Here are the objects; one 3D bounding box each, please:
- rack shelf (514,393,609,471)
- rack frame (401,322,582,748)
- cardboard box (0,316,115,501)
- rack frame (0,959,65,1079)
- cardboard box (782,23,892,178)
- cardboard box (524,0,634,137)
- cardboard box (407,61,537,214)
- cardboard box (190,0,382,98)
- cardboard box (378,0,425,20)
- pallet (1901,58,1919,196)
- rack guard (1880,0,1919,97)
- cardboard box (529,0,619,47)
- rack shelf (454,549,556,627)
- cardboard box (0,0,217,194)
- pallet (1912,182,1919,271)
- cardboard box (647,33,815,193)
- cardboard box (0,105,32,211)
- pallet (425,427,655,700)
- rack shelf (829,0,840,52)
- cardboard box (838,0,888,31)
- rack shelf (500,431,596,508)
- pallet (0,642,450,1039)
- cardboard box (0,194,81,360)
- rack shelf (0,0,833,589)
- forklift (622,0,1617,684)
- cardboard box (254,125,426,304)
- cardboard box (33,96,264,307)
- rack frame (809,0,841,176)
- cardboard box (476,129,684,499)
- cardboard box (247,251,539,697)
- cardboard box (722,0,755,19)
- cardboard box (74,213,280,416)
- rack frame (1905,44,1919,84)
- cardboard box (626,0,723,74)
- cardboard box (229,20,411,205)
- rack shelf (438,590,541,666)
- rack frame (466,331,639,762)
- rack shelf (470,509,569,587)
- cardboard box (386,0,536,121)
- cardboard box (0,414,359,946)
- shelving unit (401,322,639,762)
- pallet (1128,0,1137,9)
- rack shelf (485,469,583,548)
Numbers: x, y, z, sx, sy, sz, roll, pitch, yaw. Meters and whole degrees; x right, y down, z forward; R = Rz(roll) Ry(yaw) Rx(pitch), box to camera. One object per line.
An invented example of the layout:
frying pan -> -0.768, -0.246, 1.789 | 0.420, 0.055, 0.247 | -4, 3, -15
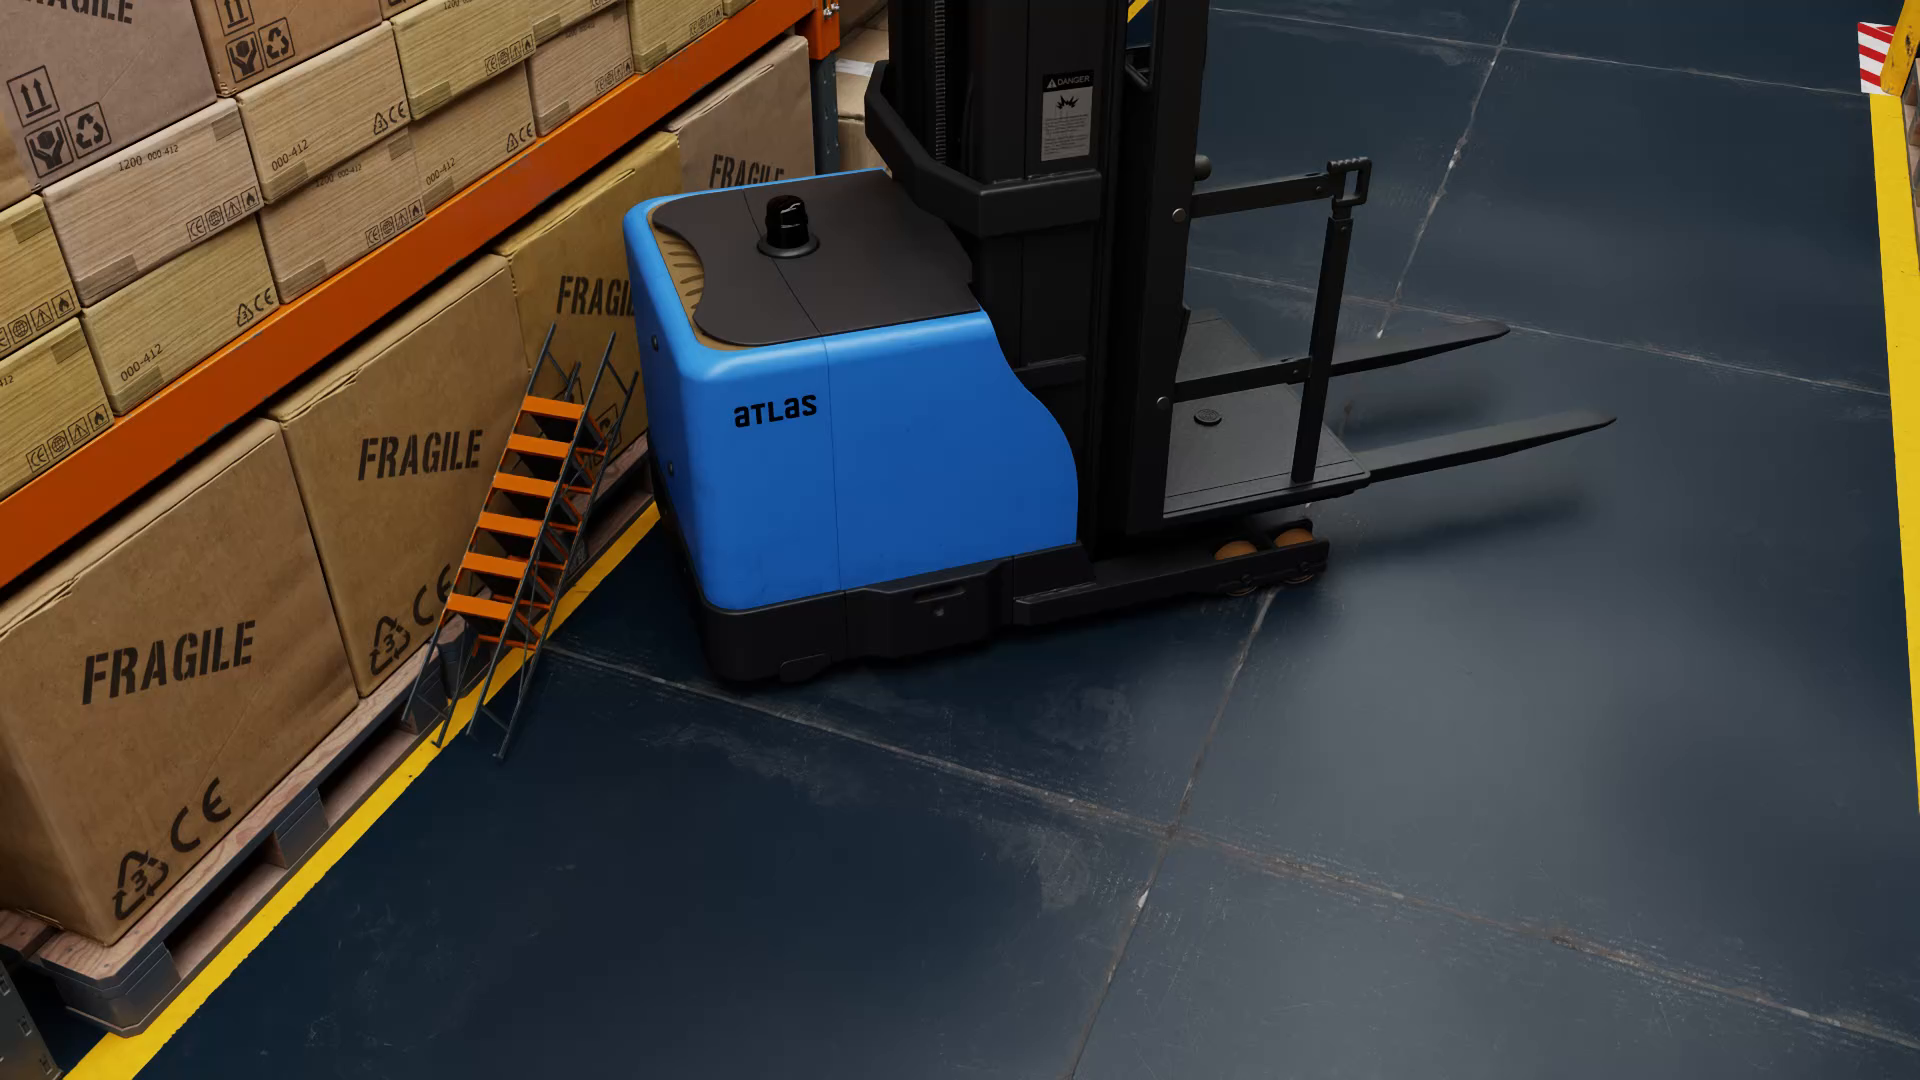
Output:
rack shelf -> -1.111, -0.296, 4.678 | 0.180, 0.258, 0.103 | 10, 68, 11
rack frame -> -1.273, -0.028, 4.579 | 0.006, 0.240, 1.200 | 10, 68, 11
cardboard box -> -2.043, -0.253, 3.209 | 0.500, 0.250, 0.500 | 13, 39, 17
rack frame -> -2.462, -0.100, 2.878 | 1.000, 3.000, 0.127 | 14, 39, 18
cardboard box -> -0.602, -1.780, 6.915 | 0.875, 0.438, 0.875 | 13, 39, 17
cardboard box -> -1.282, -1.392, 4.732 | 0.500, 0.250, 0.500 | 13, 39, 17
cardboard box -> -1.475, -1.105, 4.348 | 0.500, 0.250, 0.500 | 14, 39, 18
cardboard box -> -1.657, -1.317, 3.588 | 0.500, 0.500, 0.500 | 15, 39, 19
cardboard box -> -1.462, -1.596, 3.961 | 0.500, 0.500, 0.500 | 14, 39, 18
pallet -> 4.842, -1.800, 7.482 | 1.003, 0.211, 1.213 | 14, 39, 18
rack guard -> 5.145, -2.357, 7.986 | 1.175, 0.500, 0.348 | 14, 39, 18
cardboard box -> -1.258, -1.589, 4.577 | 0.500, 0.250, 0.500 | 15, 39, 19
rack shelf -> -1.223, 0.135, 4.500 | 0.180, 0.258, 0.103 | 10, 68, 11
cardboard box -> -1.868, -1.034, 3.210 | 0.500, 0.500, 0.500 | 14, 39, 18
pallet -> 4.377, -1.127, 6.581 | 1.003, 0.211, 1.213 | 14, 39, 18
cardboard box -> -1.102, -1.270, 5.868 | 0.875, 0.875, 0.875 | 15, 39, 19
cardboard box -> -2.048, -0.758, 2.840 | 0.500, 0.500, 0.500 | 13, 39, 16
pallet -> -1.627, -0.075, 5.174 | 1.003, 0.211, 1.213 | 14, 39, 18
rack shelf -> -0.179, -3.134, 7.538 | 1.077, 0.370, 4.000 | 14, 39, 18
cardboard box -> -0.262, -2.275, 7.578 | 0.875, 0.438, 0.875 | 13, 39, 16
rack shelf -> -1.139, -0.189, 4.634 | 0.180, 0.258, 0.103 | 10, 68, 11
pallet -> -2.092, 0.598, 4.274 | 1.003, 0.211, 1.213 | 14, 39, 18
cardboard box -> -2.041, -0.464, 3.073 | 0.500, 0.250, 0.500 | 14, 39, 17
rack shelf -> -1.701, -0.919, 4.575 | 1.077, 0.370, 4.000 | 14, 39, 18
forklift -> 0.597, -1.293, 4.532 | 3.031, 2.935, 1.130 | -11, 38, -15
cardboard box -> -1.659, -0.831, 3.981 | 0.500, 0.250, 0.500 | 15, 39, 19
cardboard box -> -1.843, -0.750, 3.456 | 0.500, 0.250, 0.500 | 15, 39, 19
rack frame -> -0.940, -2.314, 5.841 | 1.000, 3.000, 0.127 | 14, 39, 18
cardboard box -> -1.439, -0.768, 5.196 | 0.875, 0.875, 0.875 | 15, 39, 19
cardboard box -> -1.779, -0.273, 4.534 | 0.875, 0.875, 0.875 | 14, 39, 18
cardboard box -> -0.878, -1.949, 5.477 | 0.500, 0.250, 0.500 | 13, 39, 17
cardboard box -> -1.864, -0.542, 3.594 | 0.500, 0.250, 0.500 | 13, 39, 16
rack frame -> 5.174, -3.400, 7.294 | 1.000, 3.000, 0.127 | 14, 39, 18
cardboard box -> -1.072, -1.667, 5.100 | 0.500, 0.250, 0.500 | 13, 39, 17
cardboard box -> -1.642, -1.023, 3.821 | 0.500, 0.250, 0.500 | 14, 39, 18
rack shelf -> -1.251, 0.243, 4.455 | 0.180, 0.258, 0.103 | 10, 68, 11
rack frame -> -1.096, 0.003, 4.543 | 0.006, 0.240, 1.200 | 10, 68, 11
rack shelf -> -1.195, 0.027, 4.544 | 0.180, 0.258, 0.103 | 10, 68, 11
cardboard box -> -1.437, -1.301, 4.193 | 0.500, 0.250, 0.500 | 15, 39, 19
cardboard box -> -2.122, 0.220, 3.875 | 0.875, 0.875, 0.875 | 14, 39, 17
shelving unit -> -1.184, -0.013, 4.561 | 0.189, 0.258, 1.200 | 10, 68, 11
pallet -> 0.350, -2.952, 9.023 | 1.003, 0.211, 1.213 | 14, 39, 18
rack shelf -> -1.167, -0.081, 4.589 | 0.180, 0.258, 0.103 | 10, 68, 11
